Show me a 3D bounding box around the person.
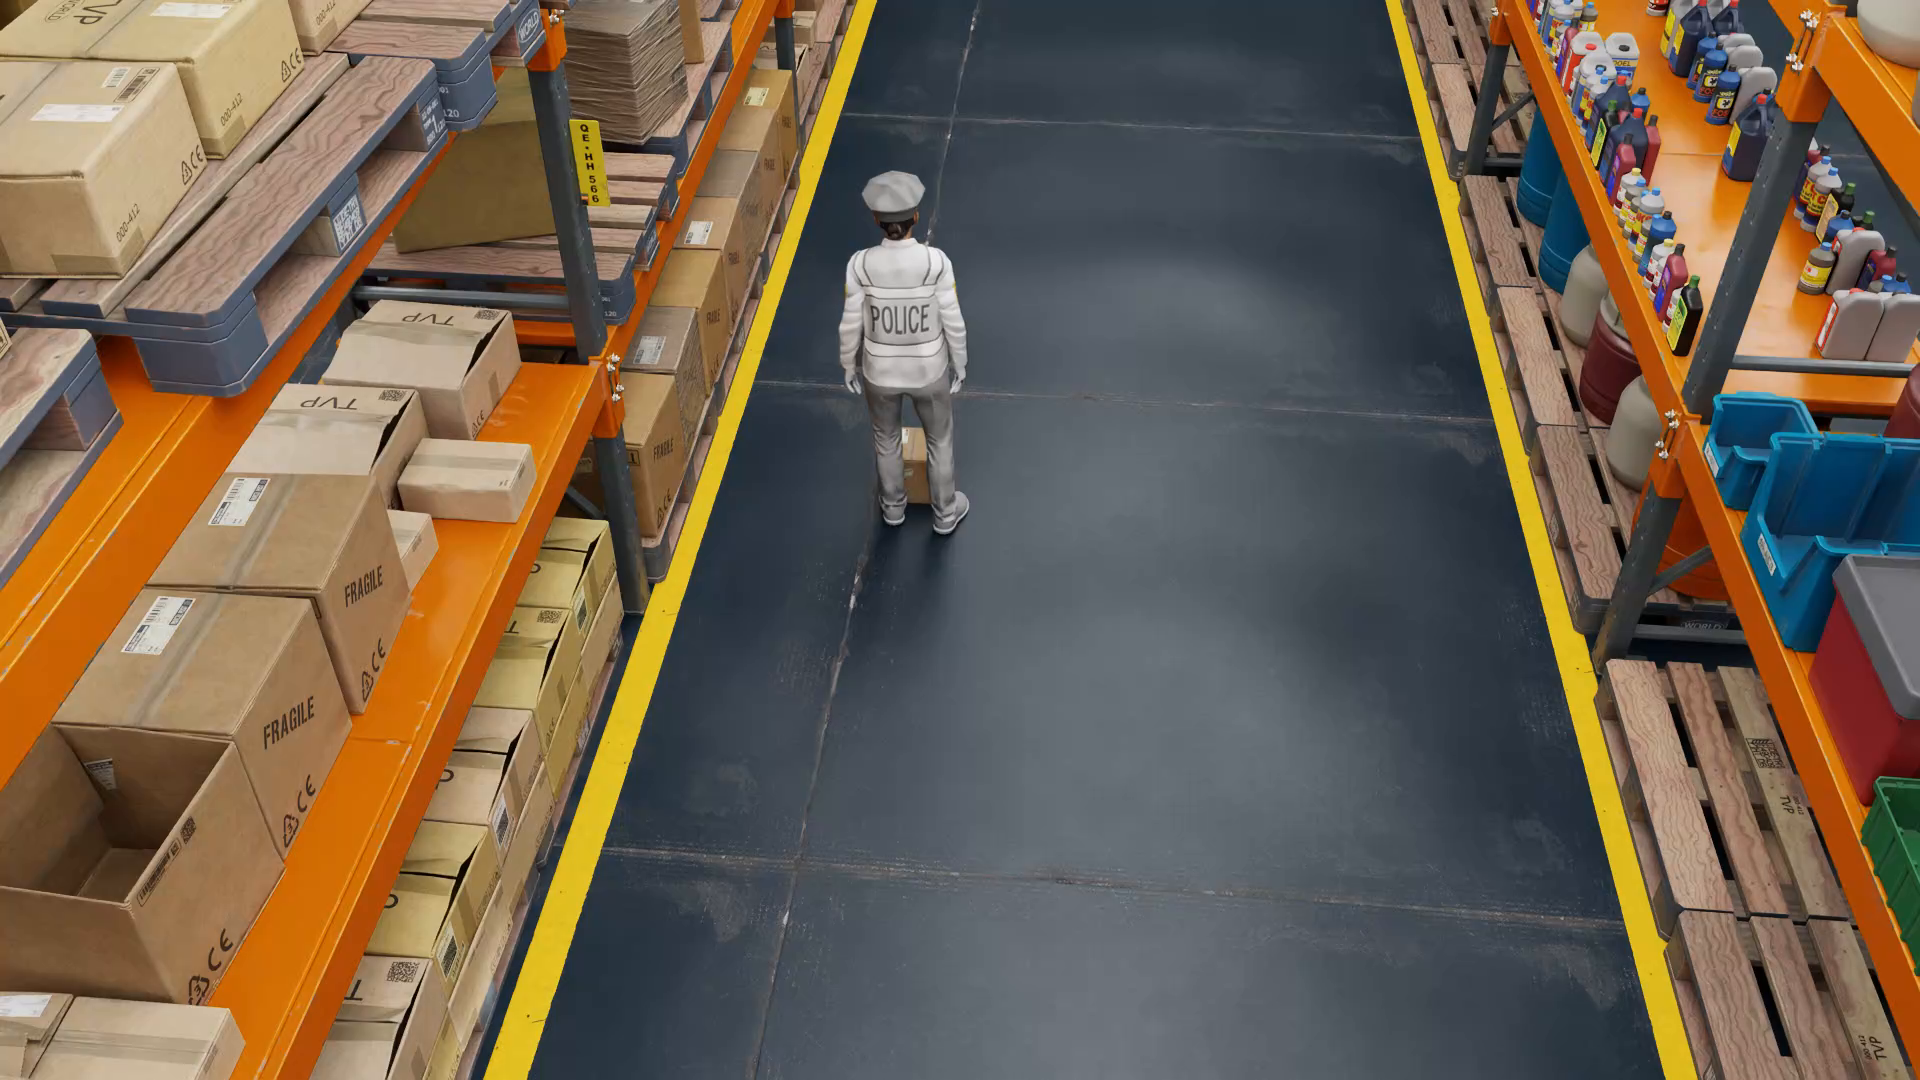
[{"bbox_3d":[-0.234,-0.740,7.025,0.547,1.666,0.411,1,40,1],"label":"person"}]
